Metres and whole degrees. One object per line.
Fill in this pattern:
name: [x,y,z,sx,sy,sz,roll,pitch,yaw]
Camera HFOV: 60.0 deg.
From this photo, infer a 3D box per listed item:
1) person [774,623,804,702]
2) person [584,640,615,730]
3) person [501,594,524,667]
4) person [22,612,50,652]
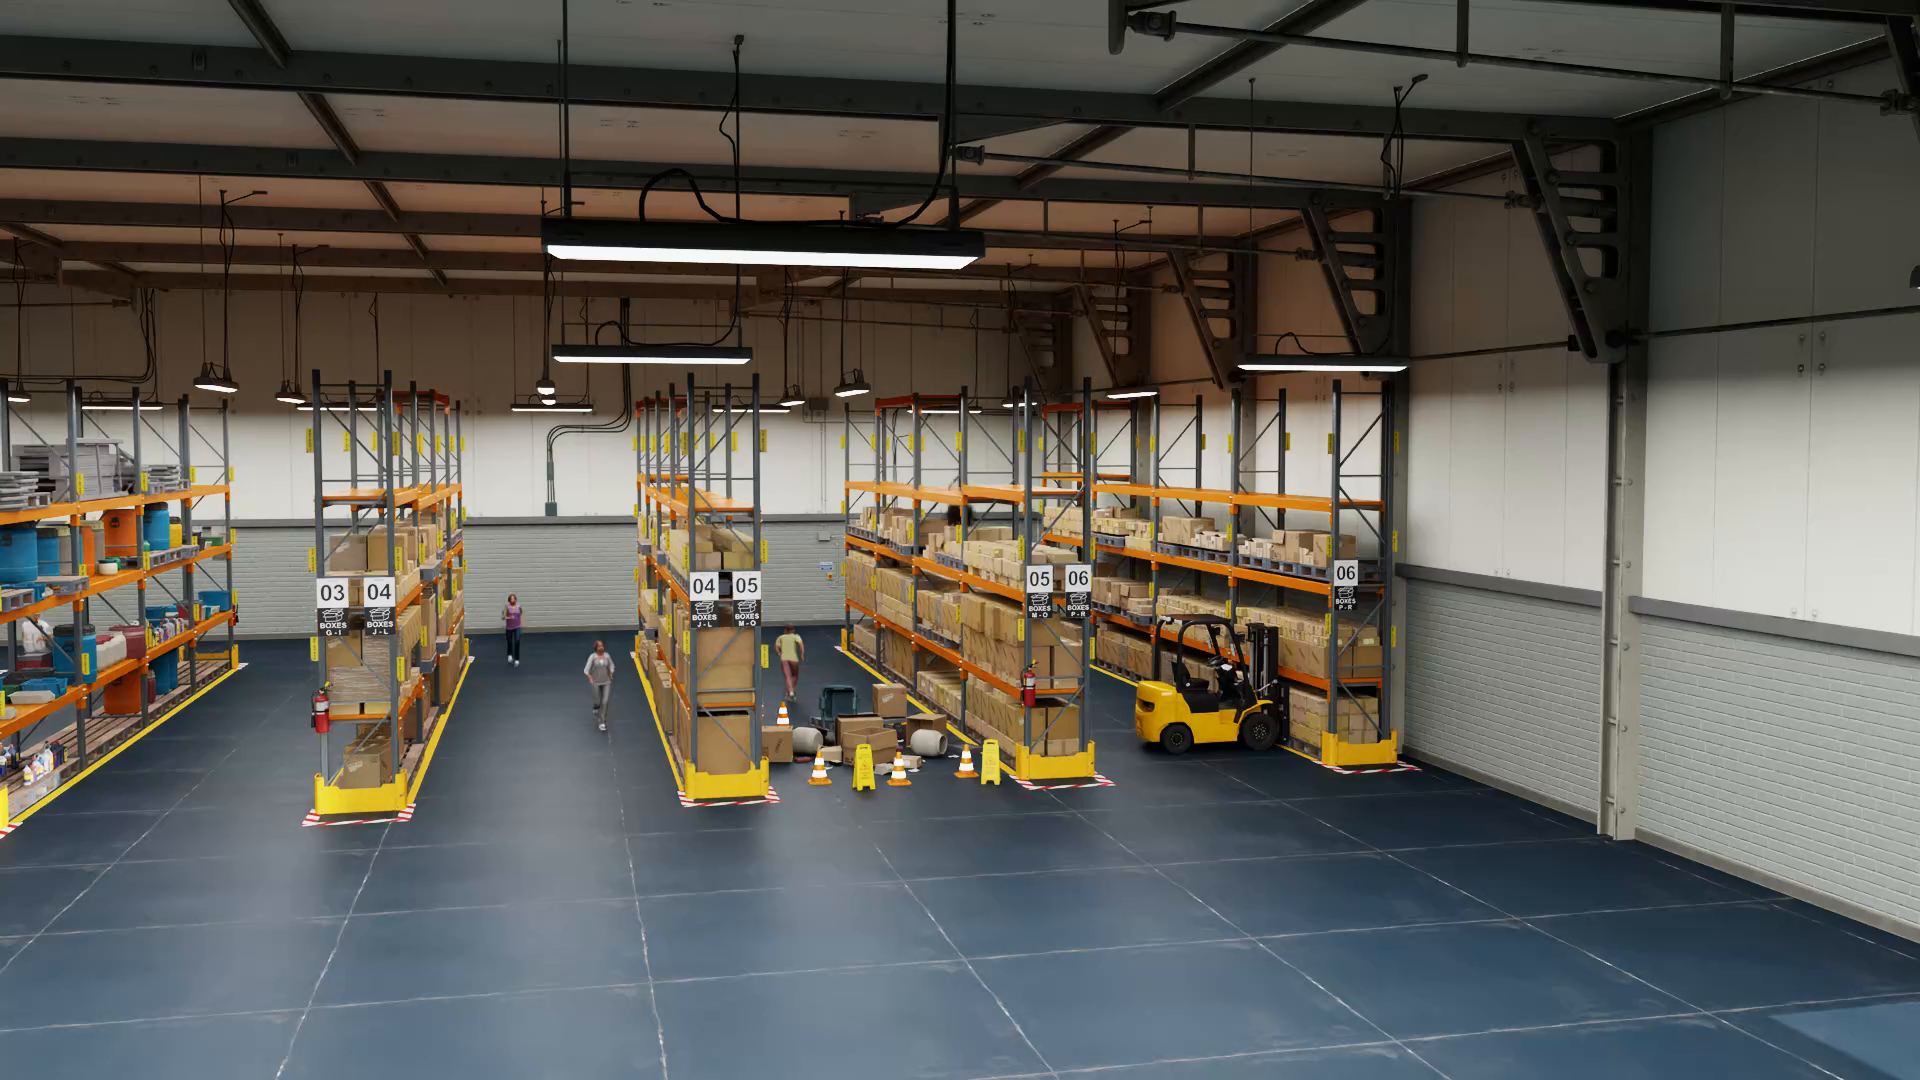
person: [-3.303,2.400,32.022,0.575,1.522,1.036,0,3,-4]
person: [-6.336,2.540,29.283,0.545,1.568,0.632,-1,4,-21]
person: [-10.098,2.018,37.526,0.503,1.626,0.824,-1,4,-21]
person: [-18.867,2.240,33.943,0.526,1.676,0.784,-1,4,-23]
